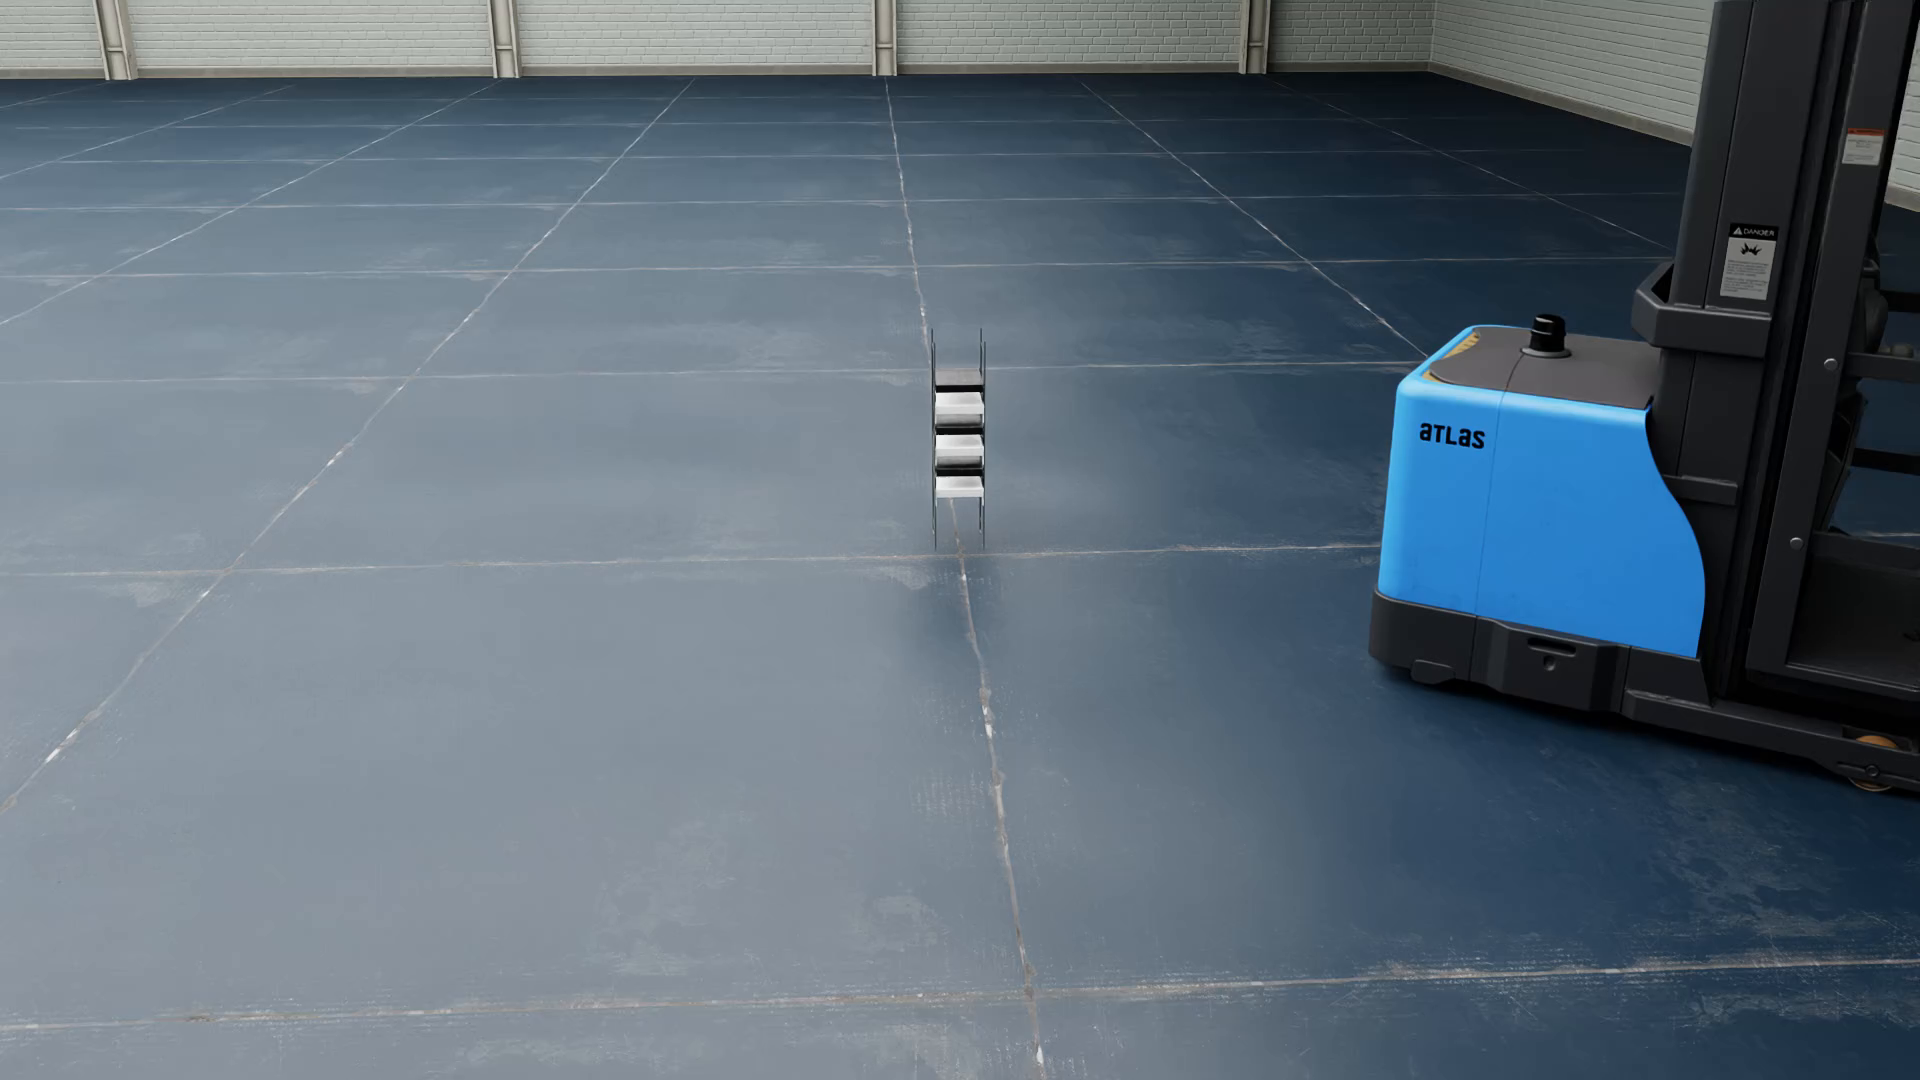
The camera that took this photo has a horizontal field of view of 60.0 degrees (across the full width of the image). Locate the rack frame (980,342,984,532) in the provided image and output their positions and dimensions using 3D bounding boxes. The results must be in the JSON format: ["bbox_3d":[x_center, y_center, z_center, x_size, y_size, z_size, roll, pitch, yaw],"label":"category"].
[{"bbox_3d":[0.093,-0.423,6.967,0.003,0.785,0.228,-1,21,-3],"label":"rack frame"}]

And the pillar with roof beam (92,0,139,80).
[{"bbox_3d":[-12.949,-9.942,20.587,0.400,9.000,9.100,-1,21,-3],"label":"pillar with roof beam"}]

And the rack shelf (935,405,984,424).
[{"bbox_3d":[-0.008,-0.557,6.908,0.200,0.077,0.258,-1,21,-3],"label":"rack shelf"}]

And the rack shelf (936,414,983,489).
[{"bbox_3d":[-0.008,-0.373,6.978,0.190,0.281,0.221,-1,21,-3],"label":"rack shelf"}]

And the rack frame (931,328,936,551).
[{"bbox_3d":[-0.110,-0.418,6.955,0.006,0.900,0.240,-1,21,-3],"label":"rack frame"}]

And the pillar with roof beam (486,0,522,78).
[{"bbox_3d":[-6.959,-10.064,20.907,0.400,9.000,9.100,-1,21,-3],"label":"pillar with roof beam"}]

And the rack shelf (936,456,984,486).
[{"bbox_3d":[-0.008,-0.305,7.004,0.200,0.077,0.258,-1,21,-3],"label":"rack shelf"}]

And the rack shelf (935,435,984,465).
[{"bbox_3d":[-0.008,-0.389,6.972,0.200,0.077,0.258,-1,21,-3],"label":"rack shelf"}]

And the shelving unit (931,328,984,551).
[{"bbox_3d":[-0.009,-0.420,6.960,0.208,0.900,0.258,-1,21,-3],"label":"shelving unit"}]

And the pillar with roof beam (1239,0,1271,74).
[{"bbox_3d":[5.021,-10.307,21.547,0.400,9.000,9.100,-1,21,-3],"label":"pillar with roof beam"}]
